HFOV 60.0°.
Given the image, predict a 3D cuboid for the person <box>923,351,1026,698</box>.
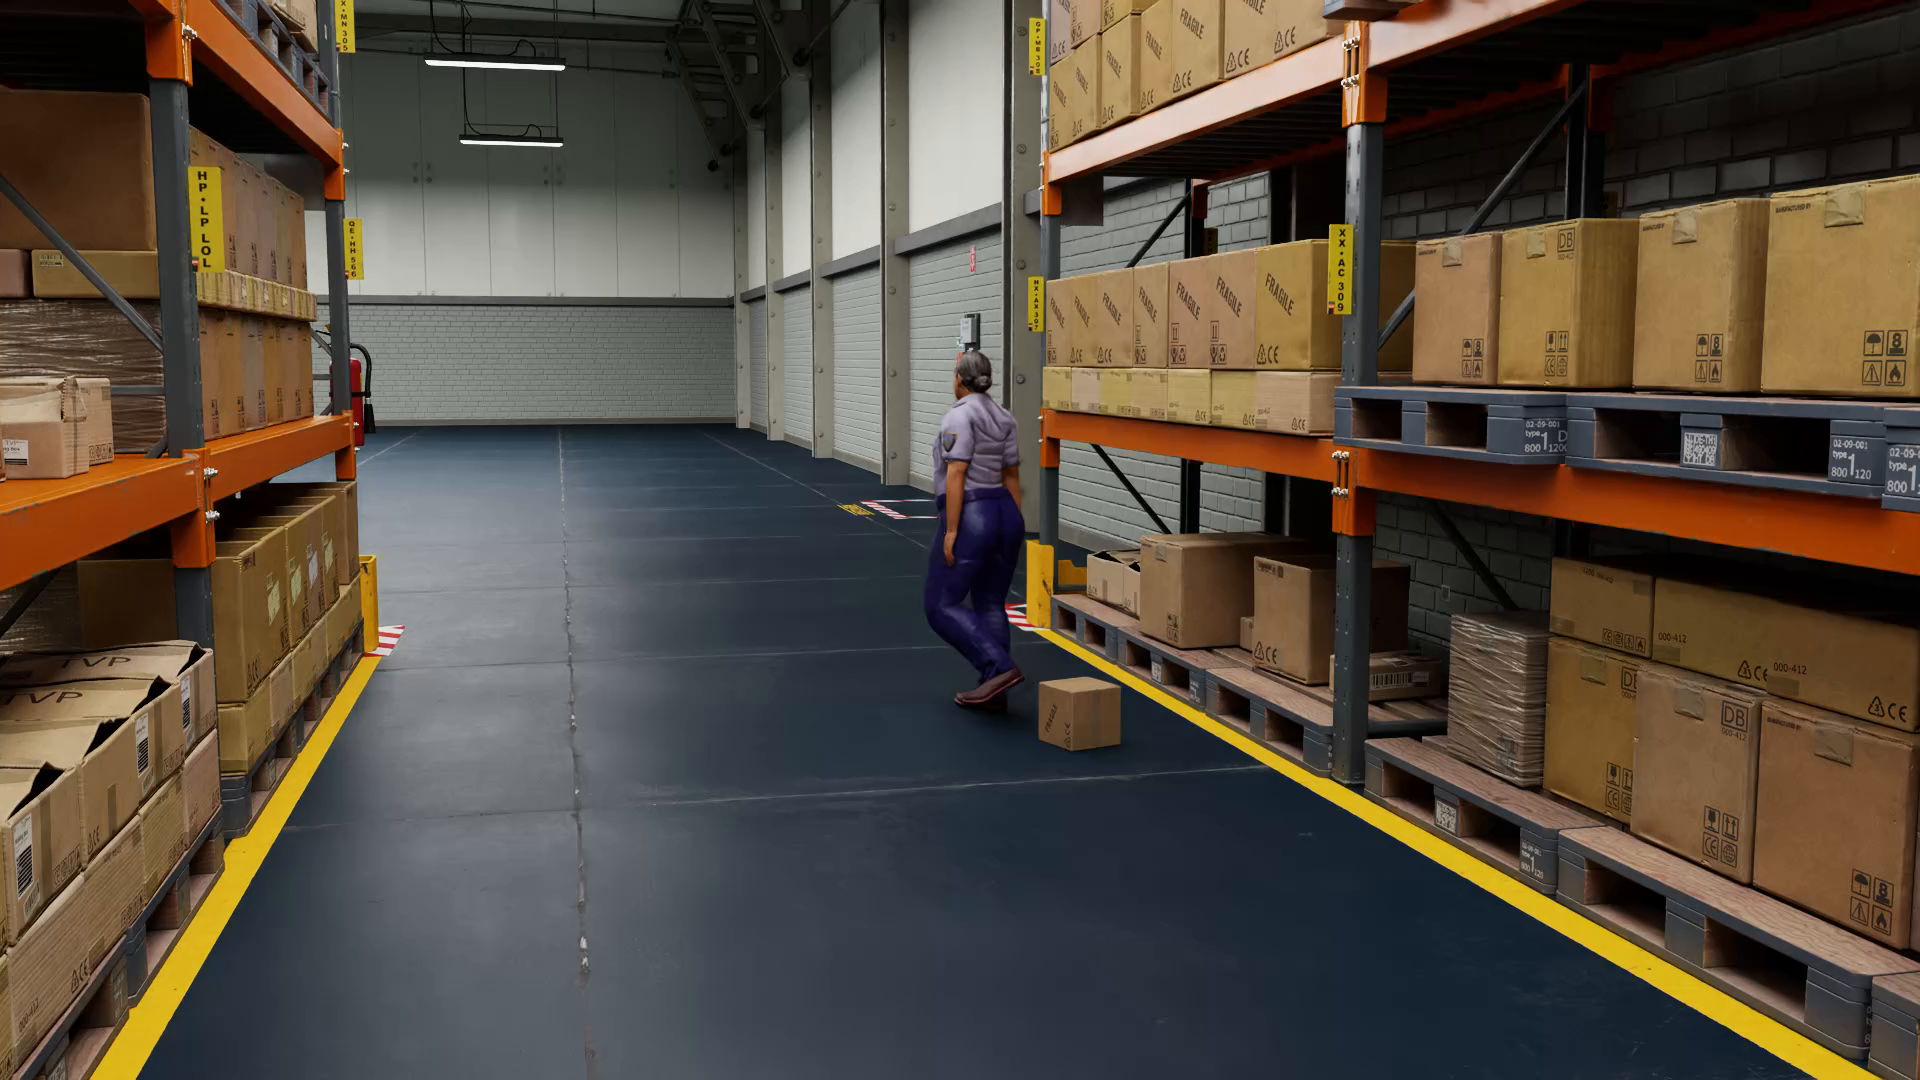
[{"bbox_3d":[0.130,-0.062,7.530,0.480,1.578,0.524,5,8,39],"label":"person"}]
